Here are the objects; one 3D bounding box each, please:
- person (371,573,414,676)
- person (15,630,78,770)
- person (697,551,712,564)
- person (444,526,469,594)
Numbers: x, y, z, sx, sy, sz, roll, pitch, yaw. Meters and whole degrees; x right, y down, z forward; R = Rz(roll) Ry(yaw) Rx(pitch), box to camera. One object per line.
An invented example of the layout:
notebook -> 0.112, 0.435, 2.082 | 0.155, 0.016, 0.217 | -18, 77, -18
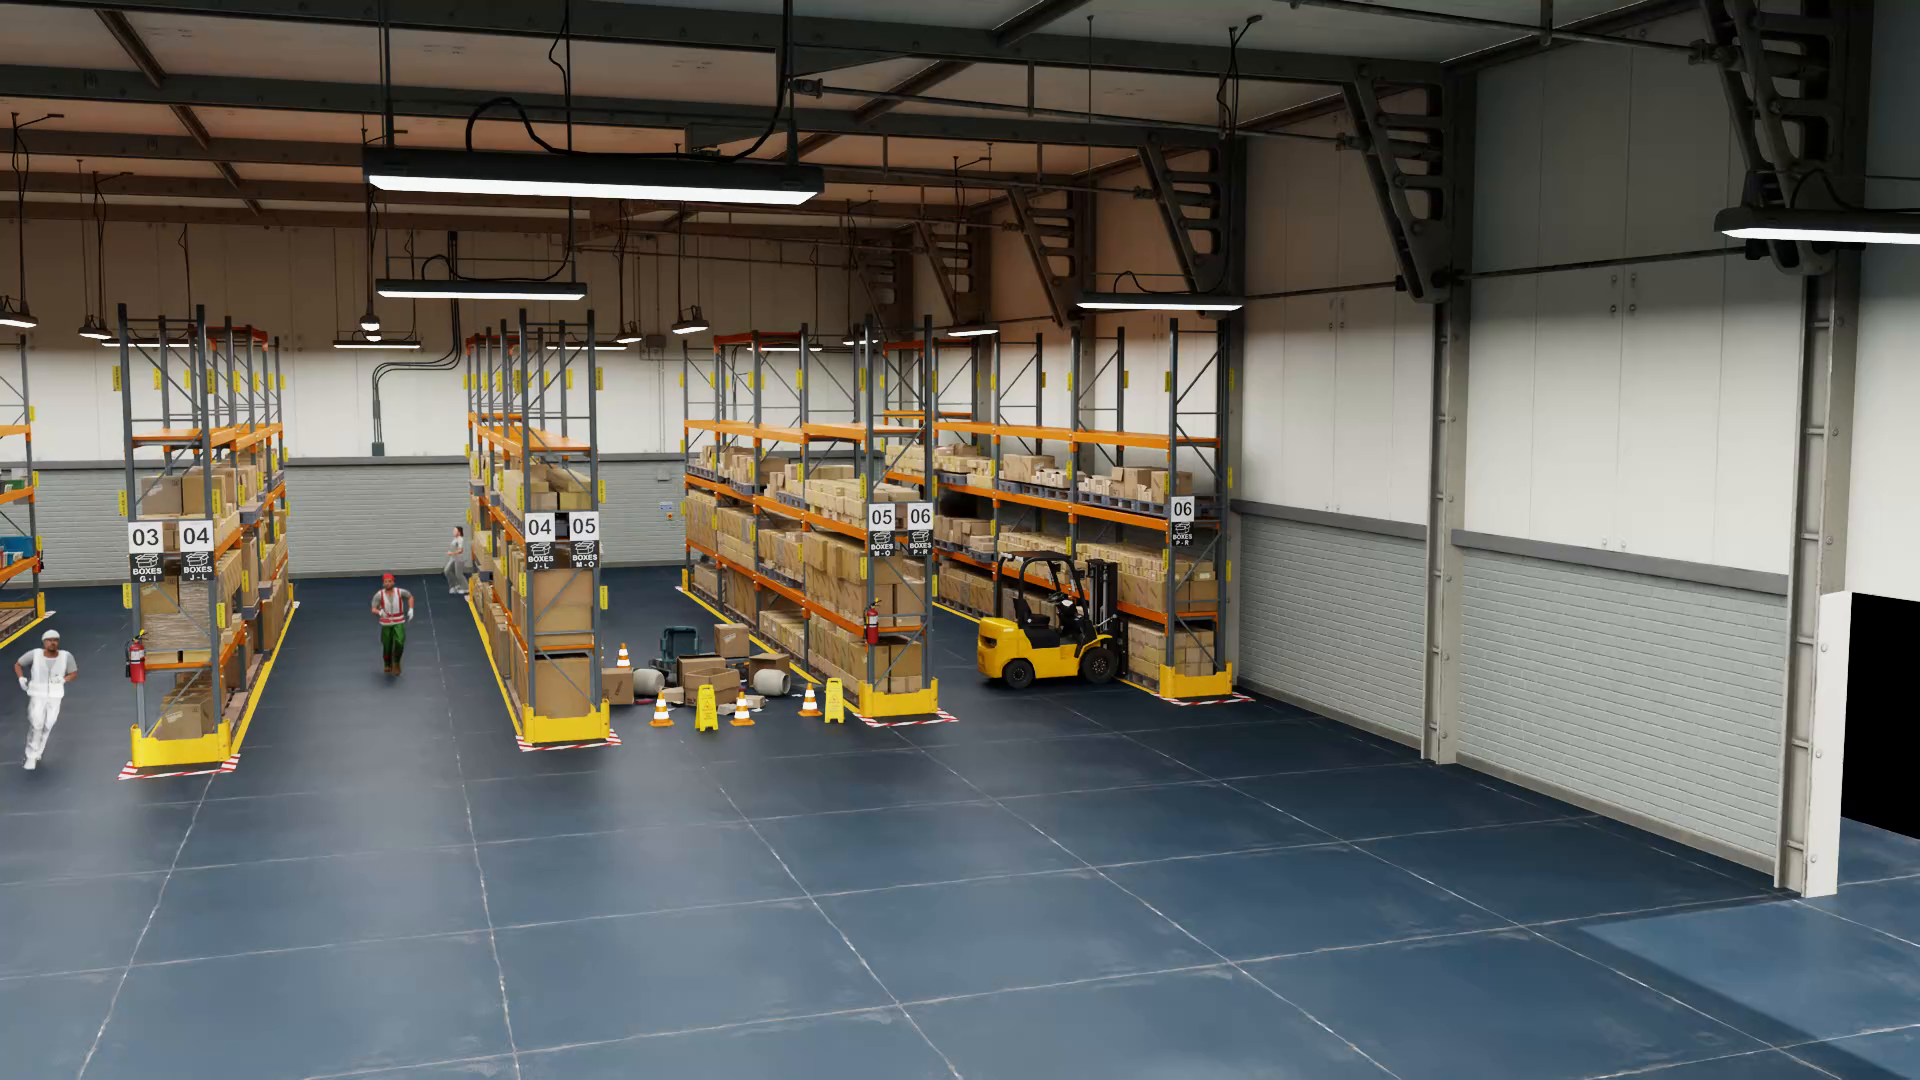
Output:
person -> -9.620, 1.430, 28.221 | 0.678, 1.749, 0.852 | -2, 6, -18
person -> -11.950, 2.078, 21.789 | 0.694, 1.828, 0.689 | -5, 7, -41
person -> -6.379, 0.254, 41.455 | 0.737, 1.613, 0.680 | 2, 6, 19
person -> -11.824, 0.479, 39.177 | 0.650, 1.659, 0.603 | -5, 7, -40
